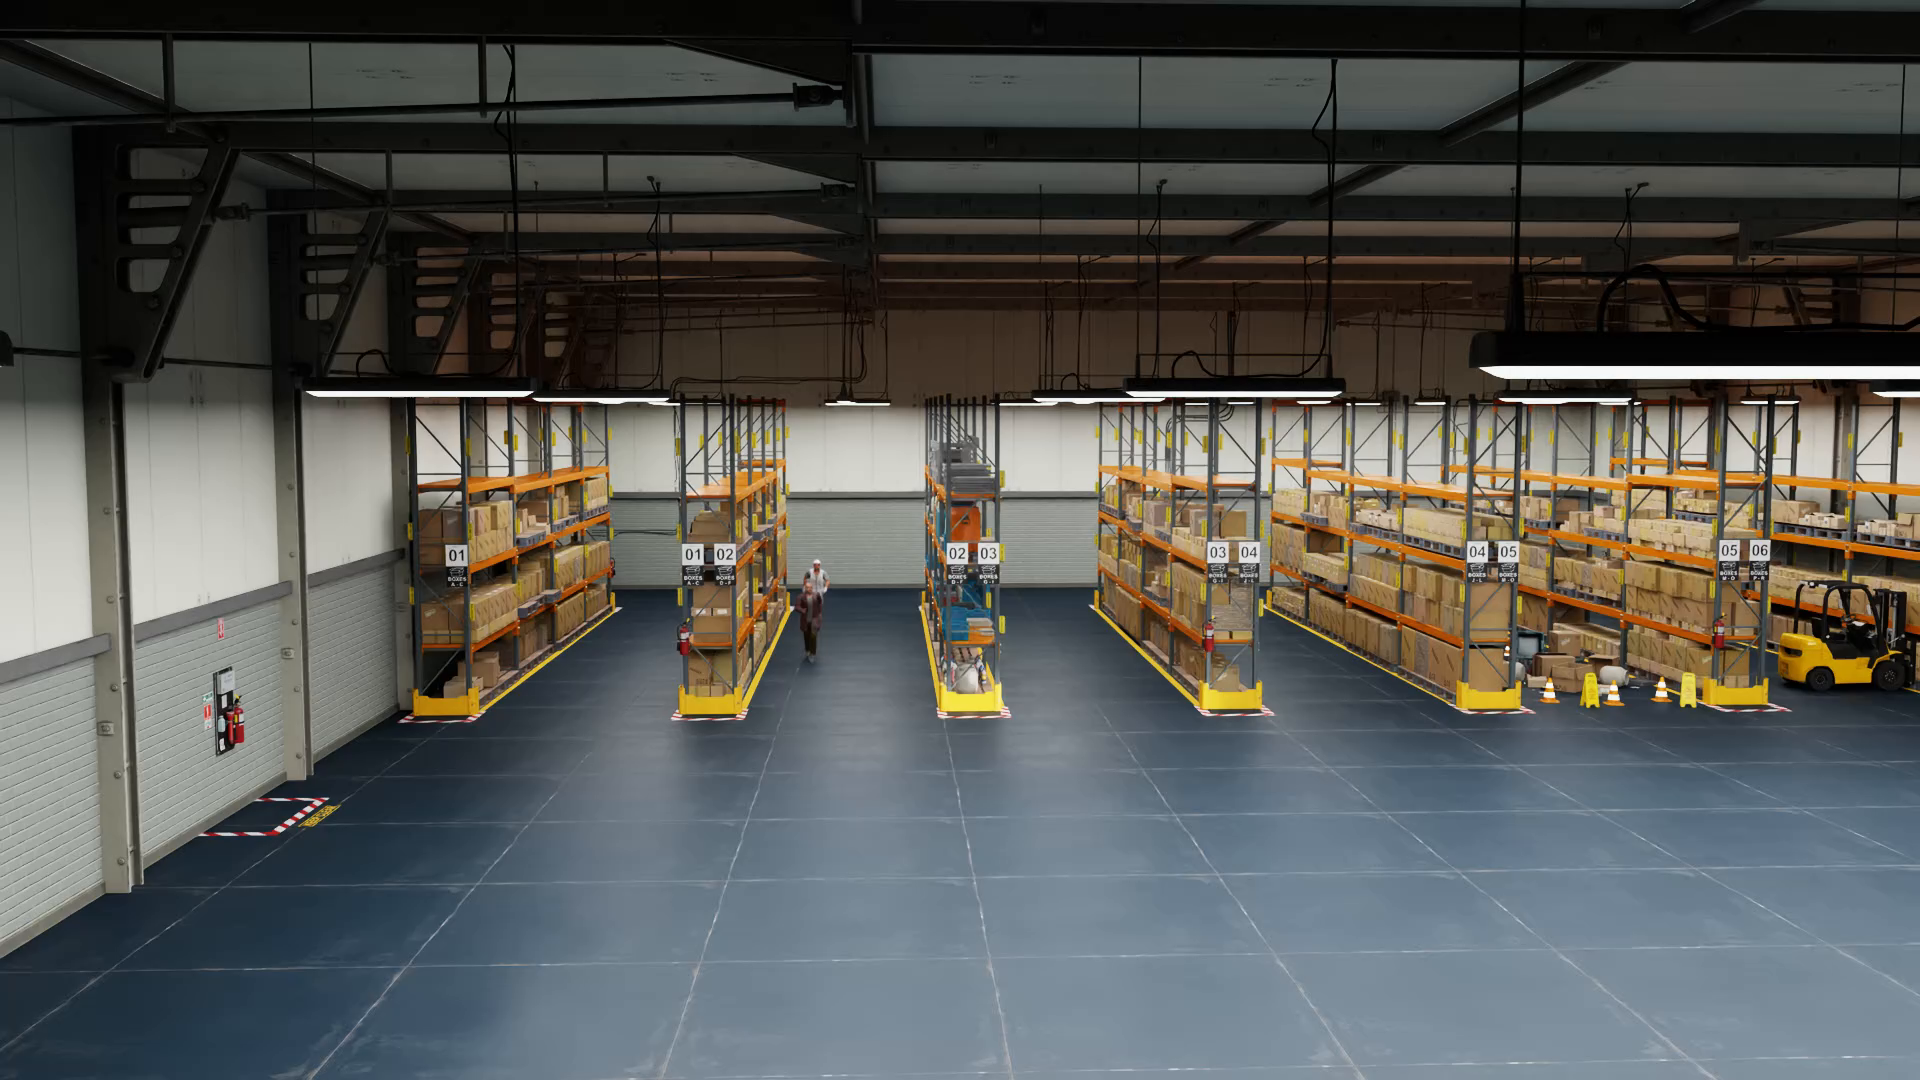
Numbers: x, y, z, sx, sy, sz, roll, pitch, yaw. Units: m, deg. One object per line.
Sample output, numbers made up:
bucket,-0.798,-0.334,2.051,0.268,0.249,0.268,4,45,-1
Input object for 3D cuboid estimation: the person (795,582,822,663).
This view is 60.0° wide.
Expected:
person,-3.443,1.863,37.758,0.598,1.802,1.129,0,5,-2

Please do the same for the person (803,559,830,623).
person,-3.784,1.397,43.733,0.702,1.804,0.813,-1,5,-8
